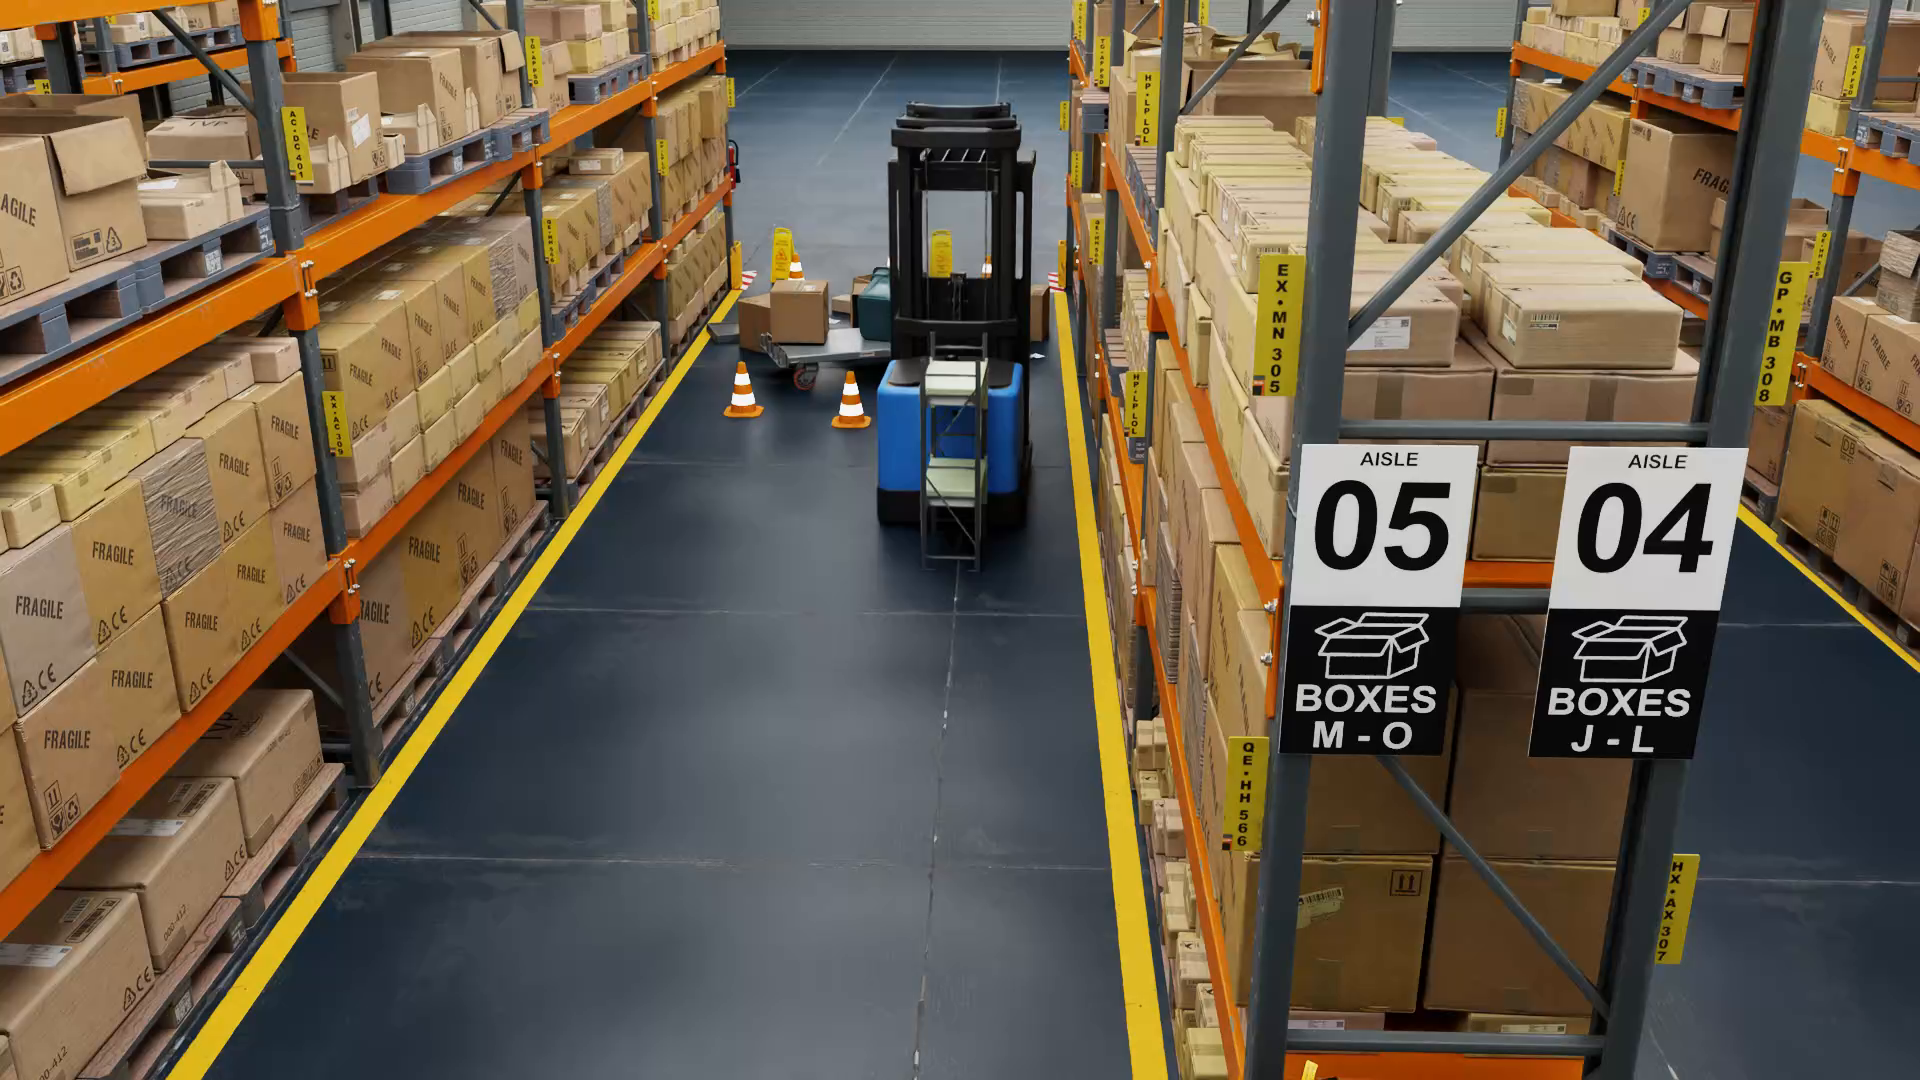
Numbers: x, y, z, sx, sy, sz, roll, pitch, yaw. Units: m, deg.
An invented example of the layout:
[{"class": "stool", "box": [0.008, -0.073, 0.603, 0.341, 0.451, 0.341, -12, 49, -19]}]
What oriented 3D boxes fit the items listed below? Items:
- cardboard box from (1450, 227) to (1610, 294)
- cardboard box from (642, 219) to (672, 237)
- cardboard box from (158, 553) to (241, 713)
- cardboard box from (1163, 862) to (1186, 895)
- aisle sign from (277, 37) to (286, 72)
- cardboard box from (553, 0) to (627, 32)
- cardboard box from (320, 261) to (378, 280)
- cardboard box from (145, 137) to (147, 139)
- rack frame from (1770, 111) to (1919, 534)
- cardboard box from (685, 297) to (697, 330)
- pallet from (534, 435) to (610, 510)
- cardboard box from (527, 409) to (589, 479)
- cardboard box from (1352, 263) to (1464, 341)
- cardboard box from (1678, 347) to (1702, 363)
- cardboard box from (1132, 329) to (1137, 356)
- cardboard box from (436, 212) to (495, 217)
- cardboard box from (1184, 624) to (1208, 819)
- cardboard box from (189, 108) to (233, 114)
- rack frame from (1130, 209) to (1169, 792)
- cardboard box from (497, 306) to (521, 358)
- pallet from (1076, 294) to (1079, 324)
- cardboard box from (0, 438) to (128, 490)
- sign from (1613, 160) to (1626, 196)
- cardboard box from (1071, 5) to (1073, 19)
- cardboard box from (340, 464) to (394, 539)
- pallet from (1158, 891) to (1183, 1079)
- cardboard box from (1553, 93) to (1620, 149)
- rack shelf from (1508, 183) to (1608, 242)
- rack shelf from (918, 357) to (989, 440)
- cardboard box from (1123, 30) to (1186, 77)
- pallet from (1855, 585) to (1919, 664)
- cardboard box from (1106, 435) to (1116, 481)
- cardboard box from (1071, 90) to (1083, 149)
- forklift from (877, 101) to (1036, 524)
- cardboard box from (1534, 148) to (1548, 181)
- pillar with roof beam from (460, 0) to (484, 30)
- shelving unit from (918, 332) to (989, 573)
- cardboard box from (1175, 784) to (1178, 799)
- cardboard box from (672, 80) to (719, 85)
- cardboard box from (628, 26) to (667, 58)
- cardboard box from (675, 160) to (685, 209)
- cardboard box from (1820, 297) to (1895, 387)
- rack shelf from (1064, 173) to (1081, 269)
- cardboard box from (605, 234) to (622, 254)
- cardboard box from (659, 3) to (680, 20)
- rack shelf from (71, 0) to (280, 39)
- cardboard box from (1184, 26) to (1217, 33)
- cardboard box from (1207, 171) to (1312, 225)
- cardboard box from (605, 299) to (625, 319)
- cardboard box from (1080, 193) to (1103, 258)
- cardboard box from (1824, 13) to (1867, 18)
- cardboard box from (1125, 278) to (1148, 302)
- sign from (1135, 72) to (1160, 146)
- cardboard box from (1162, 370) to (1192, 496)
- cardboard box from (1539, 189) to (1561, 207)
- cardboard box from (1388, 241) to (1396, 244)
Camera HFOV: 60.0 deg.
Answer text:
[{"class": "cardboard box", "box": [1.626, -0.797, 4.754, 0.380, 0.149, 0.250, 1, 21, 2]}, {"class": "cardboard box", "box": [-2.983, -3.008, 15.981, 0.380, 0.149, 0.250, 1, 21, 1]}, {"class": "cardboard box", "box": [-3.326, 0.370, 6.790, 0.500, 0.500, 0.500, 0, 21, 1]}, {"class": "cardboard box", "box": [1.060, 1.487, 7.000, 0.380, 0.149, 0.250, 0, 21, 1]}, {"class": "aisle sign", "box": [-7.857, -5.746, 19.098, 0.394, 0.787, 0.004, 1, 21, 2]}, {"class": "cardboard box", "box": [-3.203, -4.561, 14.425, 0.500, 0.250, 0.500, 1, 21, 3]}, {"class": "cardboard box", "box": [-3.749, -1.356, 9.857, 0.500, 0.500, 0.500, 1, 21, 2]}, {"class": "cardboard box", "box": [-7.941, -3.947, 16.609, 0.380, 0.149, 0.250, 1, 21, 3]}, {"class": "rack frame", "box": [6.471, -1.459, 11.642, 1.000, 3.000, 0.127, 1, 21, 2]}, {"class": "cardboard box", "box": [-3.020, -2.332, 17.112, 0.500, 0.250, 0.500, 2, 21, 5]}, {"class": "pallet", "box": [-3.409, -0.551, 13.156, 1.003, 0.211, 1.213, 1, 21, 2]}, {"class": "cardboard box", "box": [-3.407, -0.743, 12.849, 0.950, 0.372, 0.625, -1, 21, -2]}, {"class": "cardboard box", "box": [1.073, -0.617, 4.290, 0.380, 0.149, 0.250, 1, 21, 2]}, {"class": "cardboard box", "box": [6.502, -1.349, 14.205, 0.700, 0.500, 0.500, -1, 21, -3]}, {"class": "cardboard box", "box": [1.274, -1.219, 10.379, 0.380, 0.149, 0.250, 1, 21, 2]}, {"class": "cardboard box", "box": [-3.699, -2.116, 12.207, 0.500, 0.500, 0.500, 0, 21, 0]}, {"class": "cardboard box", "box": [1.056, 0.622, 5.729, 0.500, 0.500, 0.500, 1, 21, 2]}, {"class": "cardboard box", "box": [-8.447, -4.787, 18.773, 0.380, 0.149, 0.250, 1, 21, 3]}, {"class": "rack frame", "box": [1.395, -0.104, 8.150, 1.000, 3.000, 0.127, 1, 21, 2]}, {"class": "cardboard box", "box": [-3.207, -1.368, 10.924, 0.500, 0.250, 0.500, 0, 21, 0]}, {"class": "pallet", "box": [1.774, -2.413, 17.955, 1.003, 0.211, 1.213, 1, 21, 2]}, {"class": "cardboard box", "box": [-3.342, -0.271, 6.165, 0.380, 0.149, 0.250, 1, 21, 2]}, {"class": "sign", "box": [6.050, -3.312, 15.221, 0.100, 0.325, 0.005, 1, 21, 2]}, {"class": "cardboard box", "box": [1.429, -5.846, 18.430, 0.380, 0.149, 0.250, 1, 21, 2]}, {"class": "cardboard box", "box": [-3.279, -0.208, 8.626, 0.500, 0.250, 0.500, 0, 21, 0]}, {"class": "pallet", "box": [1.375, 1.882, 6.888, 1.003, 0.211, 1.213, 1, 21, 2]}, {"class": "cardboard box", "box": [6.380, -4.265, 16.942, 0.500, 0.500, 0.500, 1, 21, 2]}, {"class": "rack shelf", "box": [6.653, -3.293, 17.364, 1.077, 0.370, 4.000, 1, 21, 2]}, {"class": "rack shelf", "box": [-0.036, -0.979, 11.400, 0.431, 0.370, 0.720, 2, 21, 4]}, {"class": "cardboard box", "box": [1.213, -3.022, 10.328, 0.396, 0.266, 0.258, 1, 21, 2]}, {"class": "pallet", "box": [6.332, 0.565, 10.280, 1.003, 0.211, 1.213, 1, 21, 2]}, {"class": "cardboard box", "box": [1.238, -0.500, 11.009, 0.500, 0.250, 0.500, 0, 21, 1]}, {"class": "cardboard box", "box": [1.632, -4.481, 17.732, 0.875, 0.550, 0.550, 1, 21, 2]}, {"class": "forklift", "box": [0.021, -1.971, 13.057, 1.130, 2.935, 3.031, 2, 21, 4]}, {"class": "cardboard box", "box": [6.775, -4.156, 18.044, 0.875, 0.500, 0.500, 1, 21, 2]}, {"class": "pillar with roof beam", "box": [-4.407, -11.360, 28.867, 9.100, 9.000, 0.400, 1, 21, 2]}, {"class": "shelving unit", "box": [-0.036, -0.615, 11.541, 0.431, 1.500, 0.755, 2, 21, 4]}, {"class": "cardboard box", "box": [1.166, 1.160, 7.431, 0.380, 0.149, 0.250, 0, 21, 0]}, {"class": "cardboard box", "box": [-3.011, -4.742, 18.172, 0.700, 0.500, 0.500, 1, 21, 2]}, {"class": "cardboard box", "box": [-3.026, -4.638, 15.484, 0.500, 0.250, 0.500, 0, 21, 0]}, {"class": "cardboard box", "box": [-3.029, -3.537, 16.449, 0.500, 0.500, 0.500, 1, 21, 1]}, {"class": "cardboard box", "box": [6.184, -1.333, 11.179, 0.500, 0.500, 0.500, 1, 21, 3]}, {"class": "rack shelf", "box": [1.699, -3.384, 17.598, 1.077, 0.370, 4.000, 1, 21, 2]}, {"class": "cardboard box", "box": [-3.098, -2.535, 14.183, 0.380, 0.149, 0.250, 1, 21, 2]}, {"class": "cardboard box", "box": [-2.992, -5.249, 16.509, 0.380, 0.149, 0.250, 0, 21, 1]}, {"class": "rack shelf", "box": [-3.495, -3.120, 9.177, 1.077, 0.370, 4.000, 1, 21, 2]}, {"class": "cardboard box", "box": [1.805, -3.959, 13.344, 0.500, 0.311, 0.500, 0, 21, 0]}, {"class": "cardboard box", "box": [1.061, -1.179, 5.740, 0.380, 0.149, 0.250, 0, 21, 0]}, {"class": "cardboard box", "box": [-3.563, -2.495, 16.495, 0.500, 0.500, 0.500, 0, 21, 1]}, {"class": "cardboard box", "box": [1.353, -2.856, 15.104, 0.500, 0.500, 0.500, 1, 21, 2]}, {"class": "cardboard box", "box": [6.240, -3.498, 11.921, 0.500, 0.500, 0.500, 1, 21, 1]}, {"class": "cardboard box", "box": [1.303, -1.644, 11.063, 0.380, 0.149, 0.250, 0, 21, 0]}, {"class": "sign", "box": [0.840, -1.932, 7.455, 0.100, 0.325, 0.005, 1, 21, 2]}, {"class": "cardboard box", "box": [1.137, -0.407, 7.000, 0.500, 0.500, 0.500, 0, 21, 0]}, {"class": "cardboard box", "box": [6.325, -3.593, 17.489, 0.380, 0.149, 0.250, 1, 21, 2]}, {"class": "cardboard box", "box": [1.602, -0.929, 5.646, 0.500, 0.250, 0.500, 0, 21, 0]}]
